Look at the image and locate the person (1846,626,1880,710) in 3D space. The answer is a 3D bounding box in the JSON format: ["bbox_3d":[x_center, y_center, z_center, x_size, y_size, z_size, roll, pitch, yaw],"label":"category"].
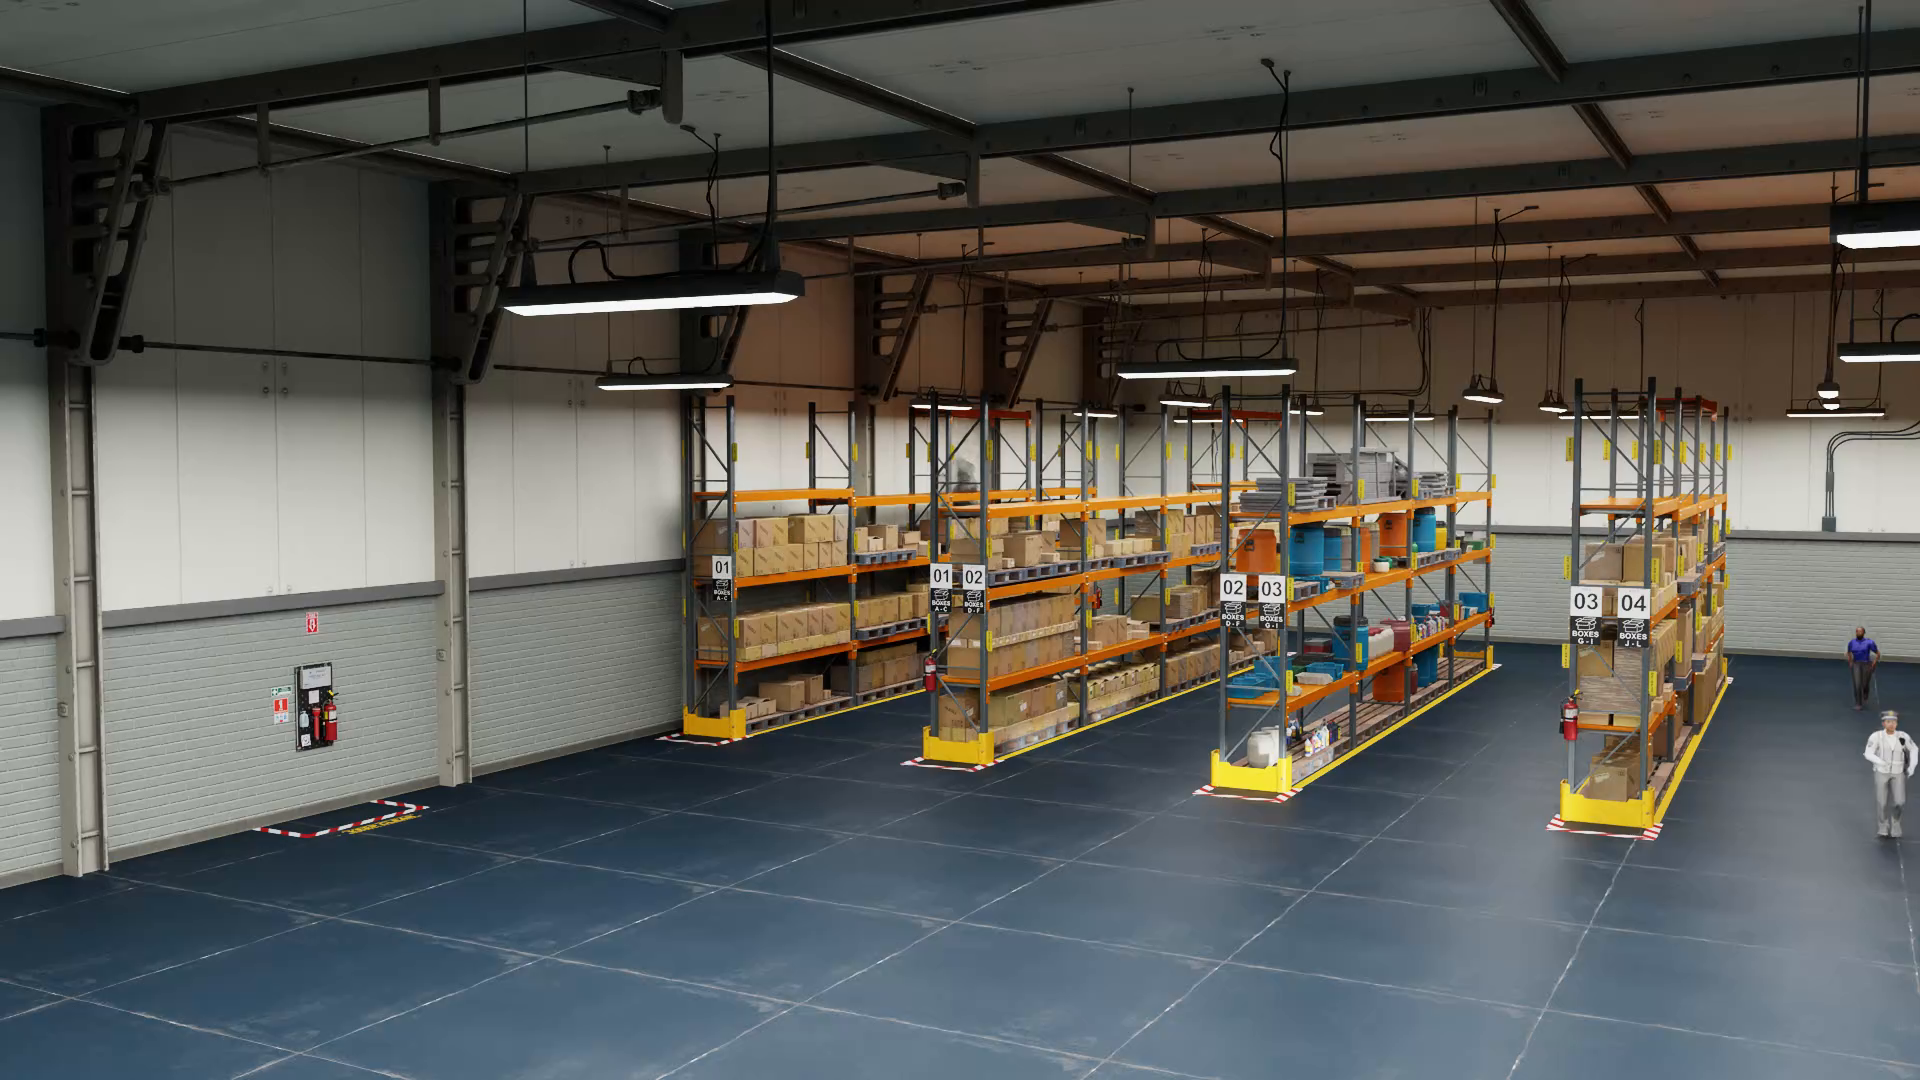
[{"bbox_3d":[17.635,2.497,32.494,0.586,1.641,0.628,2,4,39],"label":"person"}]

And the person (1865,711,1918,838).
[{"bbox_3d":[12.035,3.030,21.476,0.635,1.673,0.613,1,3,22],"label":"person"}]
